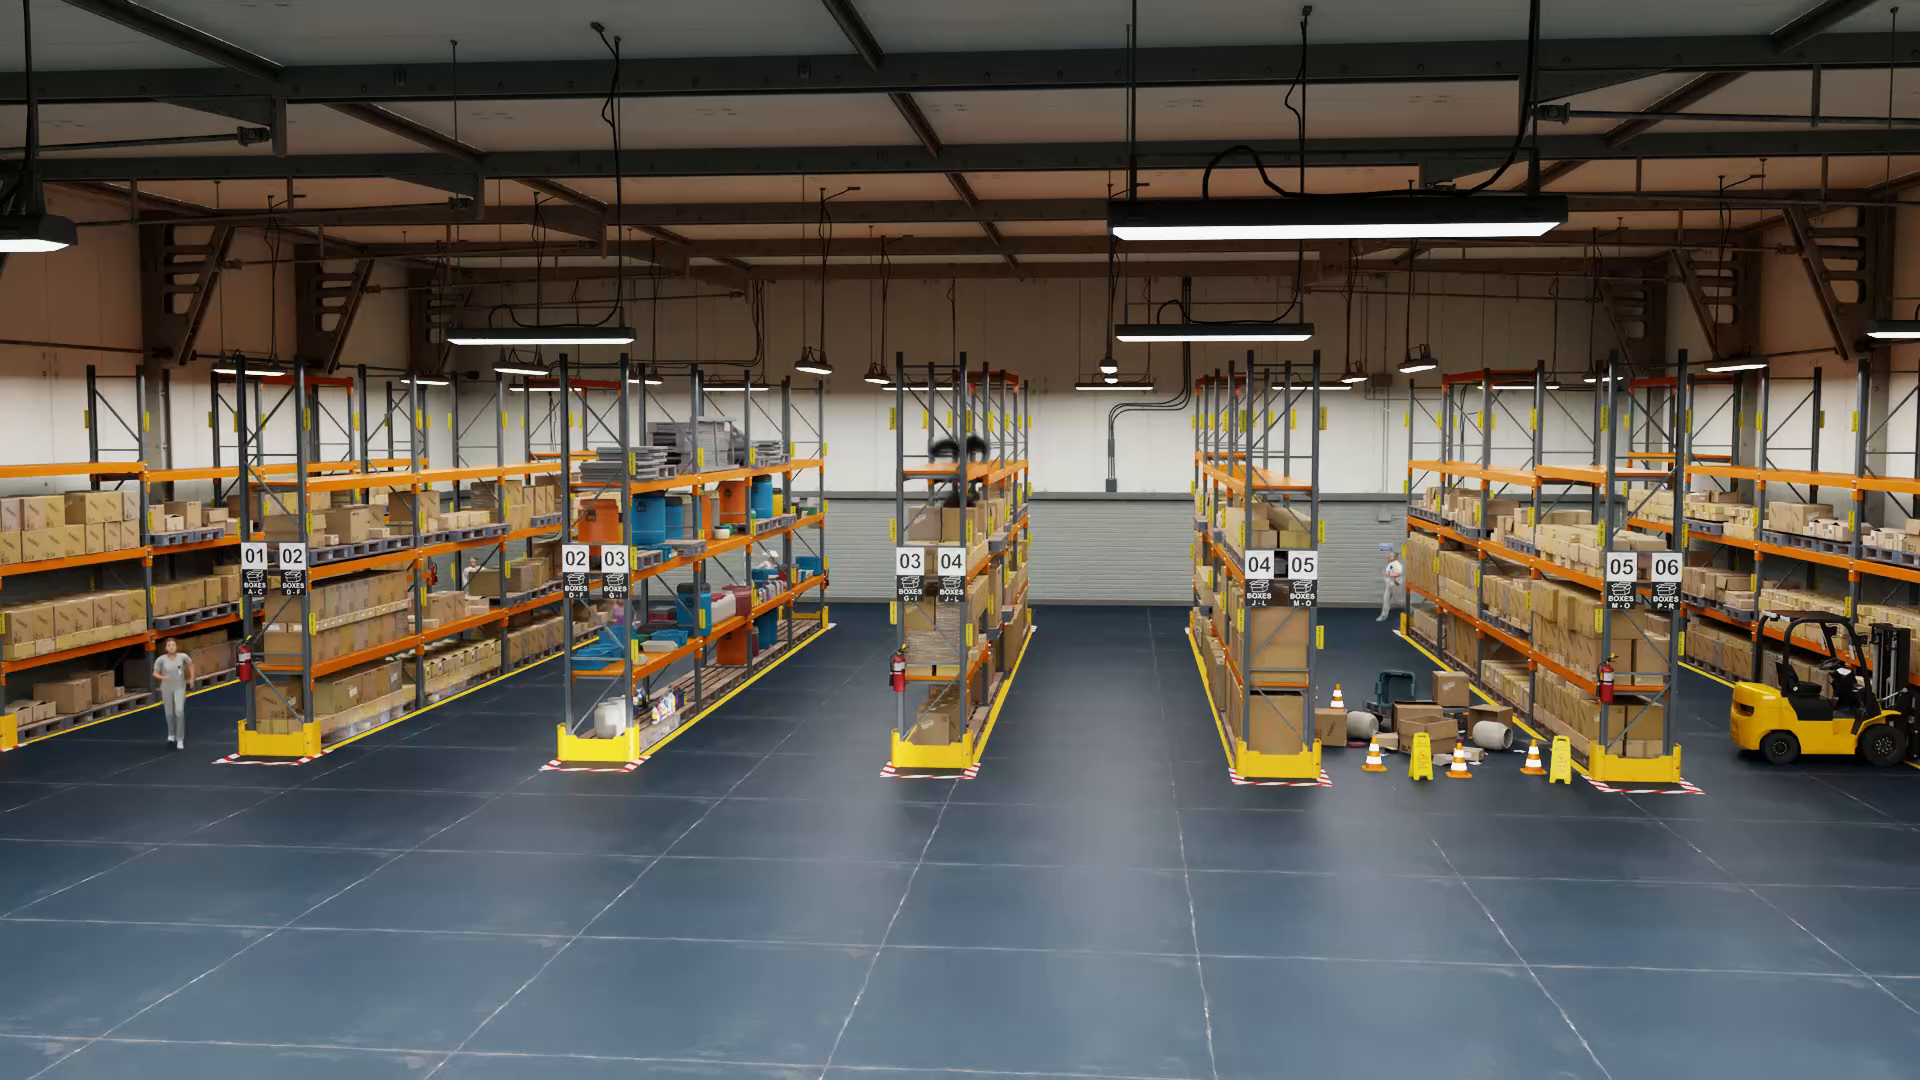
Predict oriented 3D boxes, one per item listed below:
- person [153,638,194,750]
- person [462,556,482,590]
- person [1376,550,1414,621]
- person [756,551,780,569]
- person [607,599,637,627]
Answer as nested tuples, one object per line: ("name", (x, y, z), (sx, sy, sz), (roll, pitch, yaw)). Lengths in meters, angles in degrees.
("person", (-12.108, 2.412, 25.624), (0.562, 1.647, 0.751), (-2, 4, -21))
("person", (-11.970, 1.239, 40.986), (0.619, 1.691, 0.893), (-1, 4, -9))
("person", (10.872, 1.138, 41.554), (0.989, 1.768, 0.670), (-1, 4, -10))
("person", (-4.967, 1.131, 42.511), (0.841, 1.720, 0.654), (2, 5, 26))
("person", (-6.679, 1.848, 32.894), (0.506, 1.626, 0.824), (0, 4, 5))
